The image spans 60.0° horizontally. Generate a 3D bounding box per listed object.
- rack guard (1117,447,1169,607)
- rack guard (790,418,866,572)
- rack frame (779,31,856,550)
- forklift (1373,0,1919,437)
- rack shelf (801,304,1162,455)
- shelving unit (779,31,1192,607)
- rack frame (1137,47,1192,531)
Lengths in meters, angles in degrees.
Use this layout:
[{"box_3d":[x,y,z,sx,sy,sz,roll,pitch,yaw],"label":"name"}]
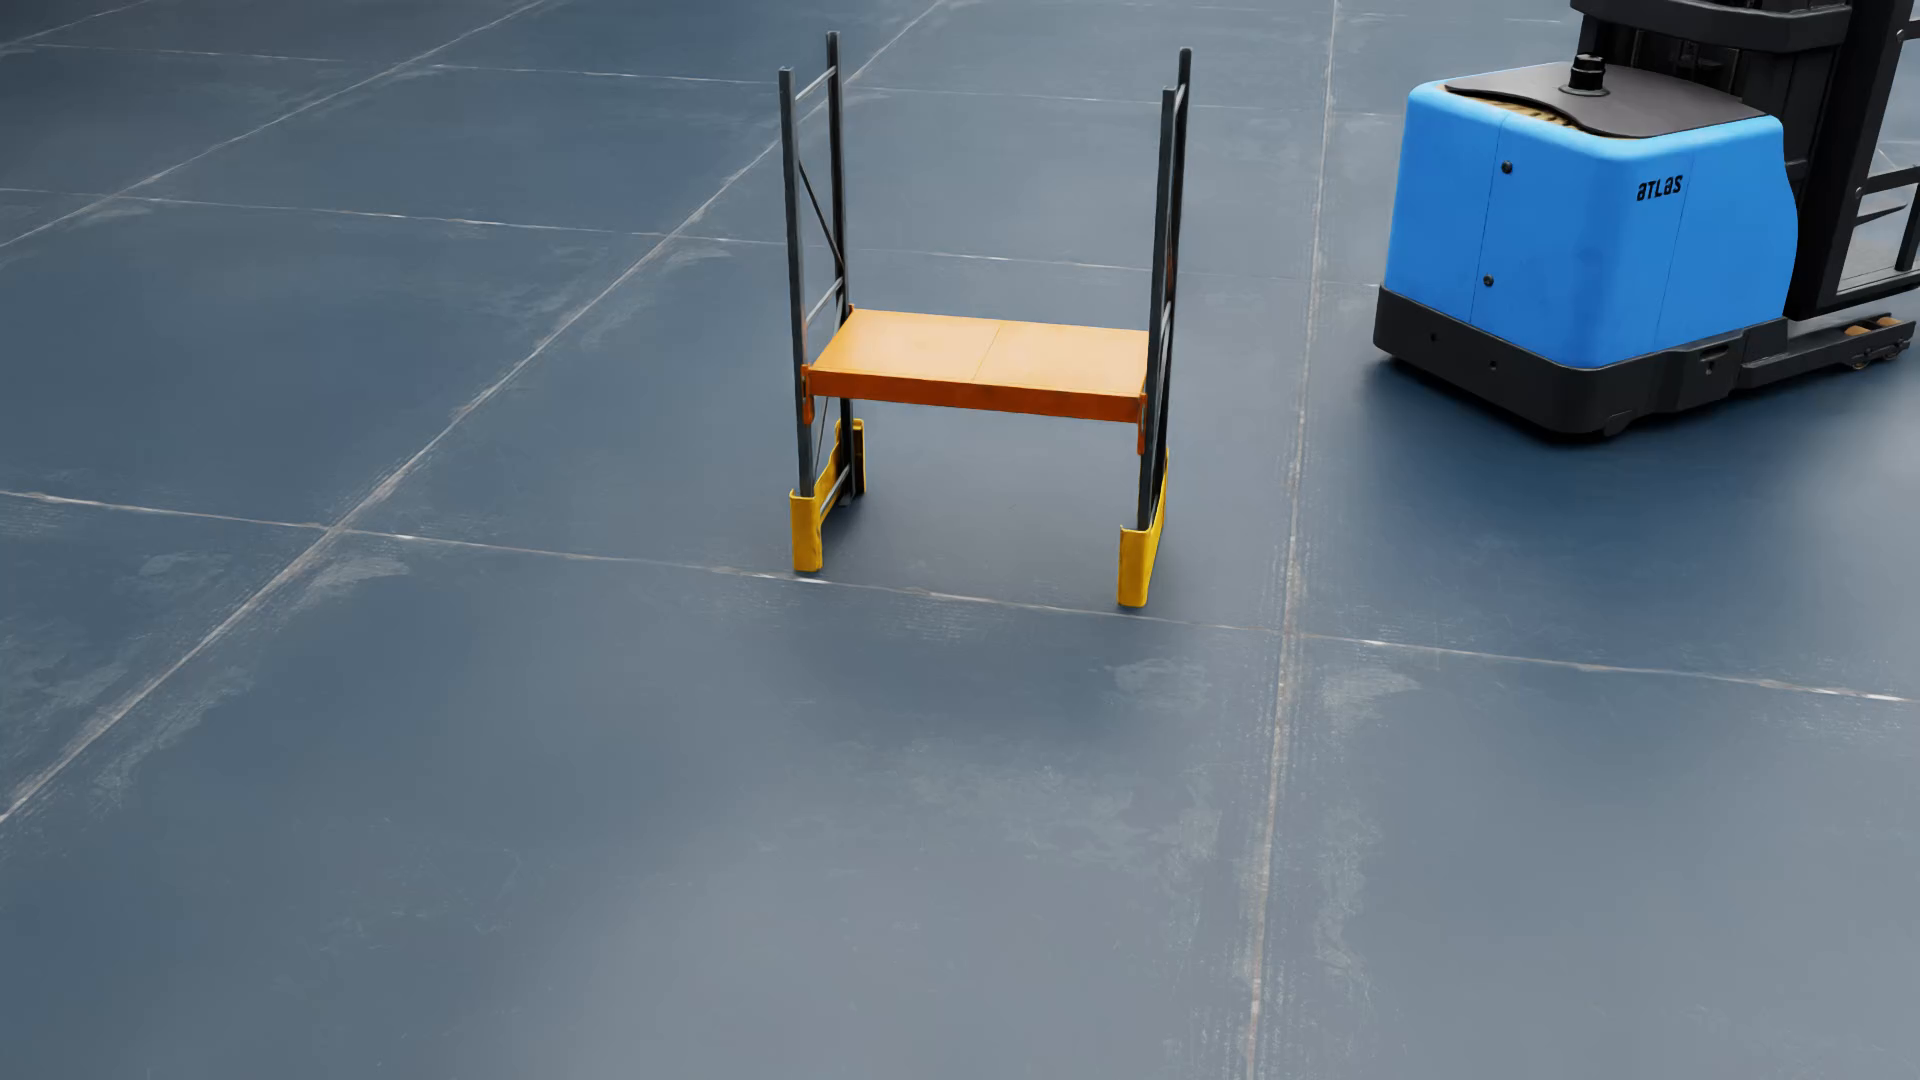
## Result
[{"box_3d":[0.562,-0.052,5.085,0.087,0.250,0.587,6,29,11],"label":"rack guard"},{"box_3d":[-0.412,-0.152,5.267,0.087,0.250,0.587,6,29,11],"label":"rack guard"},{"box_3d":[-0.414,-0.700,4.967,0.032,1.500,0.500,6,29,11],"label":"rack frame"},{"box_3d":[3.152,-2.151,6.127,3.031,2.935,1.130,-15,32,-26],"label":"forklift"},{"box_3d":[0.083,-0.492,4.961,1.000,0.185,0.538,6,29,11],"label":"rack shelf"},{"box_3d":[0.075,-0.650,4.876,1.083,1.500,0.587,6,29,11],"label":"shelving unit"},{"box_3d":[0.581,-0.598,4.781,0.032,1.500,0.500,6,29,11],"label":"rack frame"}]
